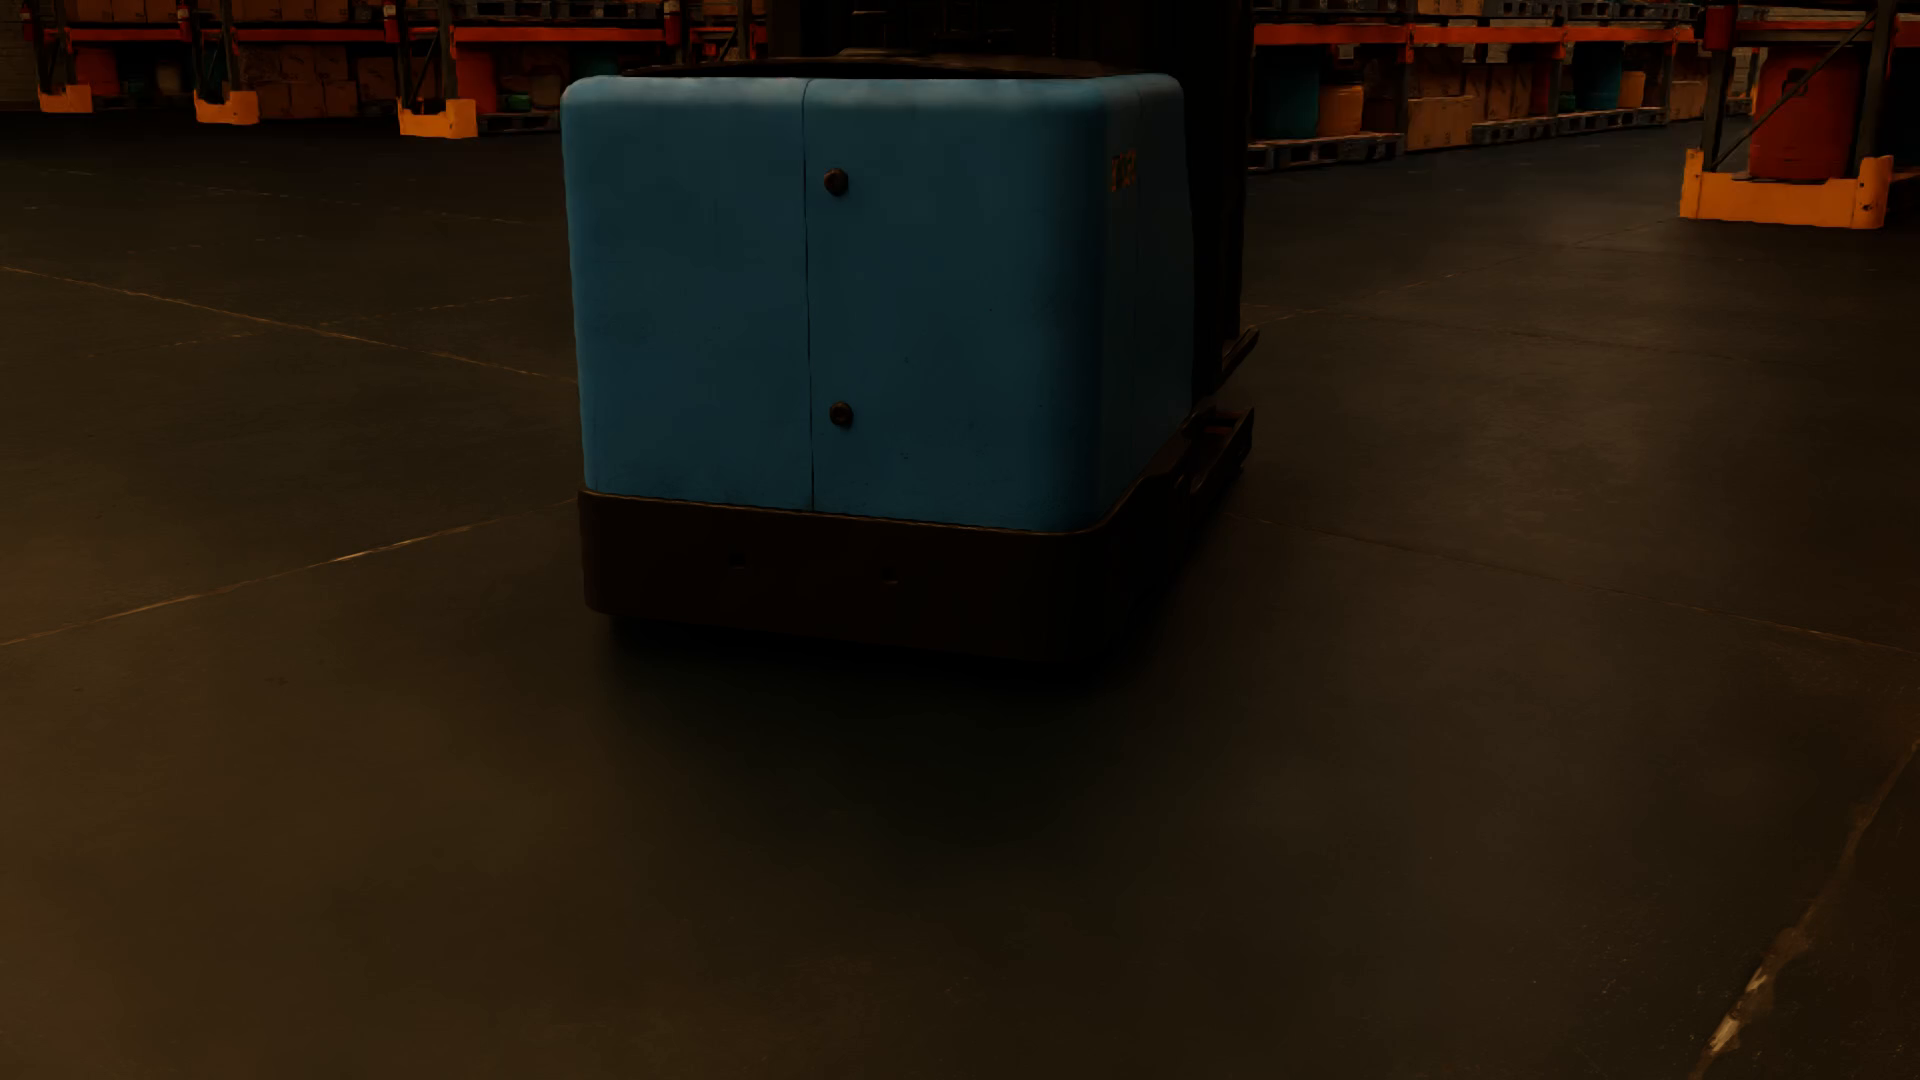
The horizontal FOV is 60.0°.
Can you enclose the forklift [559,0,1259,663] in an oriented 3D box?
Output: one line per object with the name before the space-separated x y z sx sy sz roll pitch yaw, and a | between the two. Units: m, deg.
forklift | 0.182 -1.571 4.072 1.130 2.935 3.031 5 18 17
